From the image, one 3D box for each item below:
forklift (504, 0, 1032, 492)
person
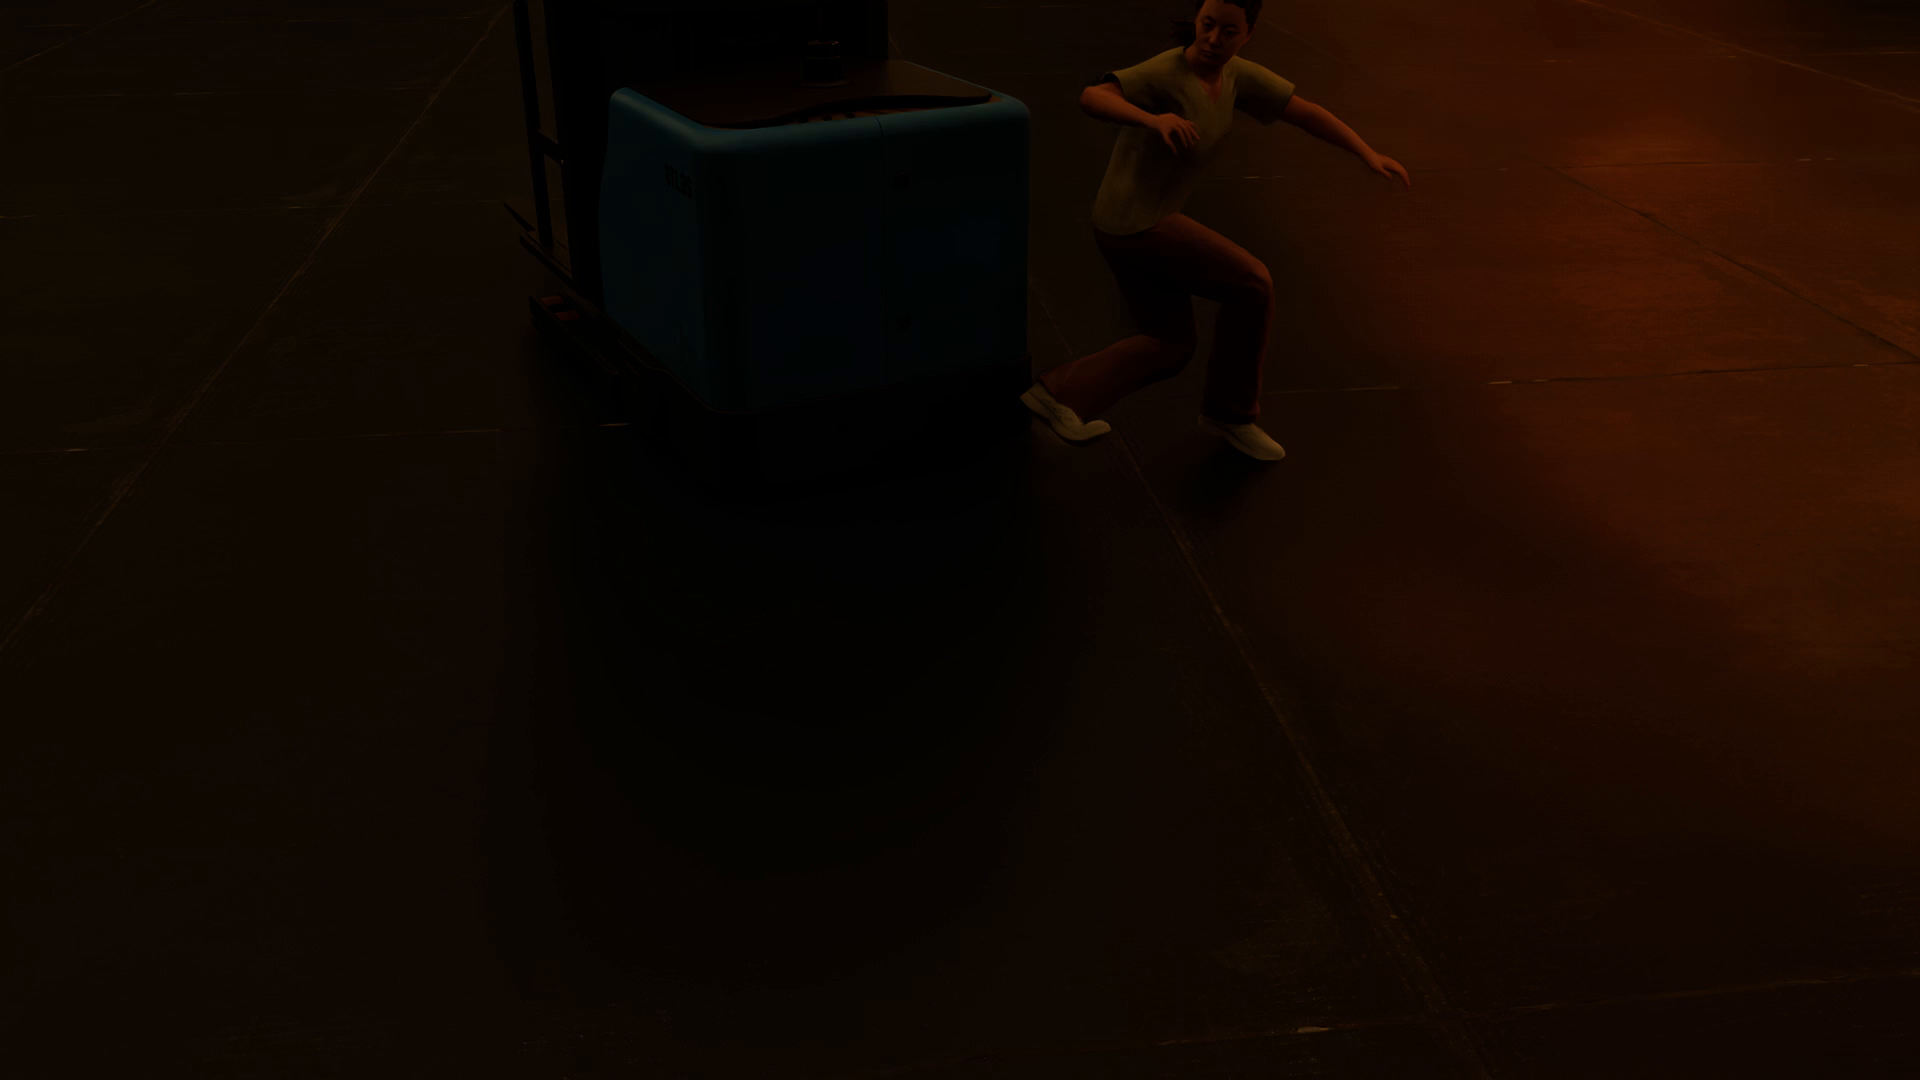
[{"bbox_3d":[-0.926,-2.062,5.507,1.130,2.935,3.031,-13,29,-25],"label":"forklift"},{"bbox_3d":[0.724,-0.871,4.773,1.068,1.441,0.763,6,26,13],"label":"person"}]
